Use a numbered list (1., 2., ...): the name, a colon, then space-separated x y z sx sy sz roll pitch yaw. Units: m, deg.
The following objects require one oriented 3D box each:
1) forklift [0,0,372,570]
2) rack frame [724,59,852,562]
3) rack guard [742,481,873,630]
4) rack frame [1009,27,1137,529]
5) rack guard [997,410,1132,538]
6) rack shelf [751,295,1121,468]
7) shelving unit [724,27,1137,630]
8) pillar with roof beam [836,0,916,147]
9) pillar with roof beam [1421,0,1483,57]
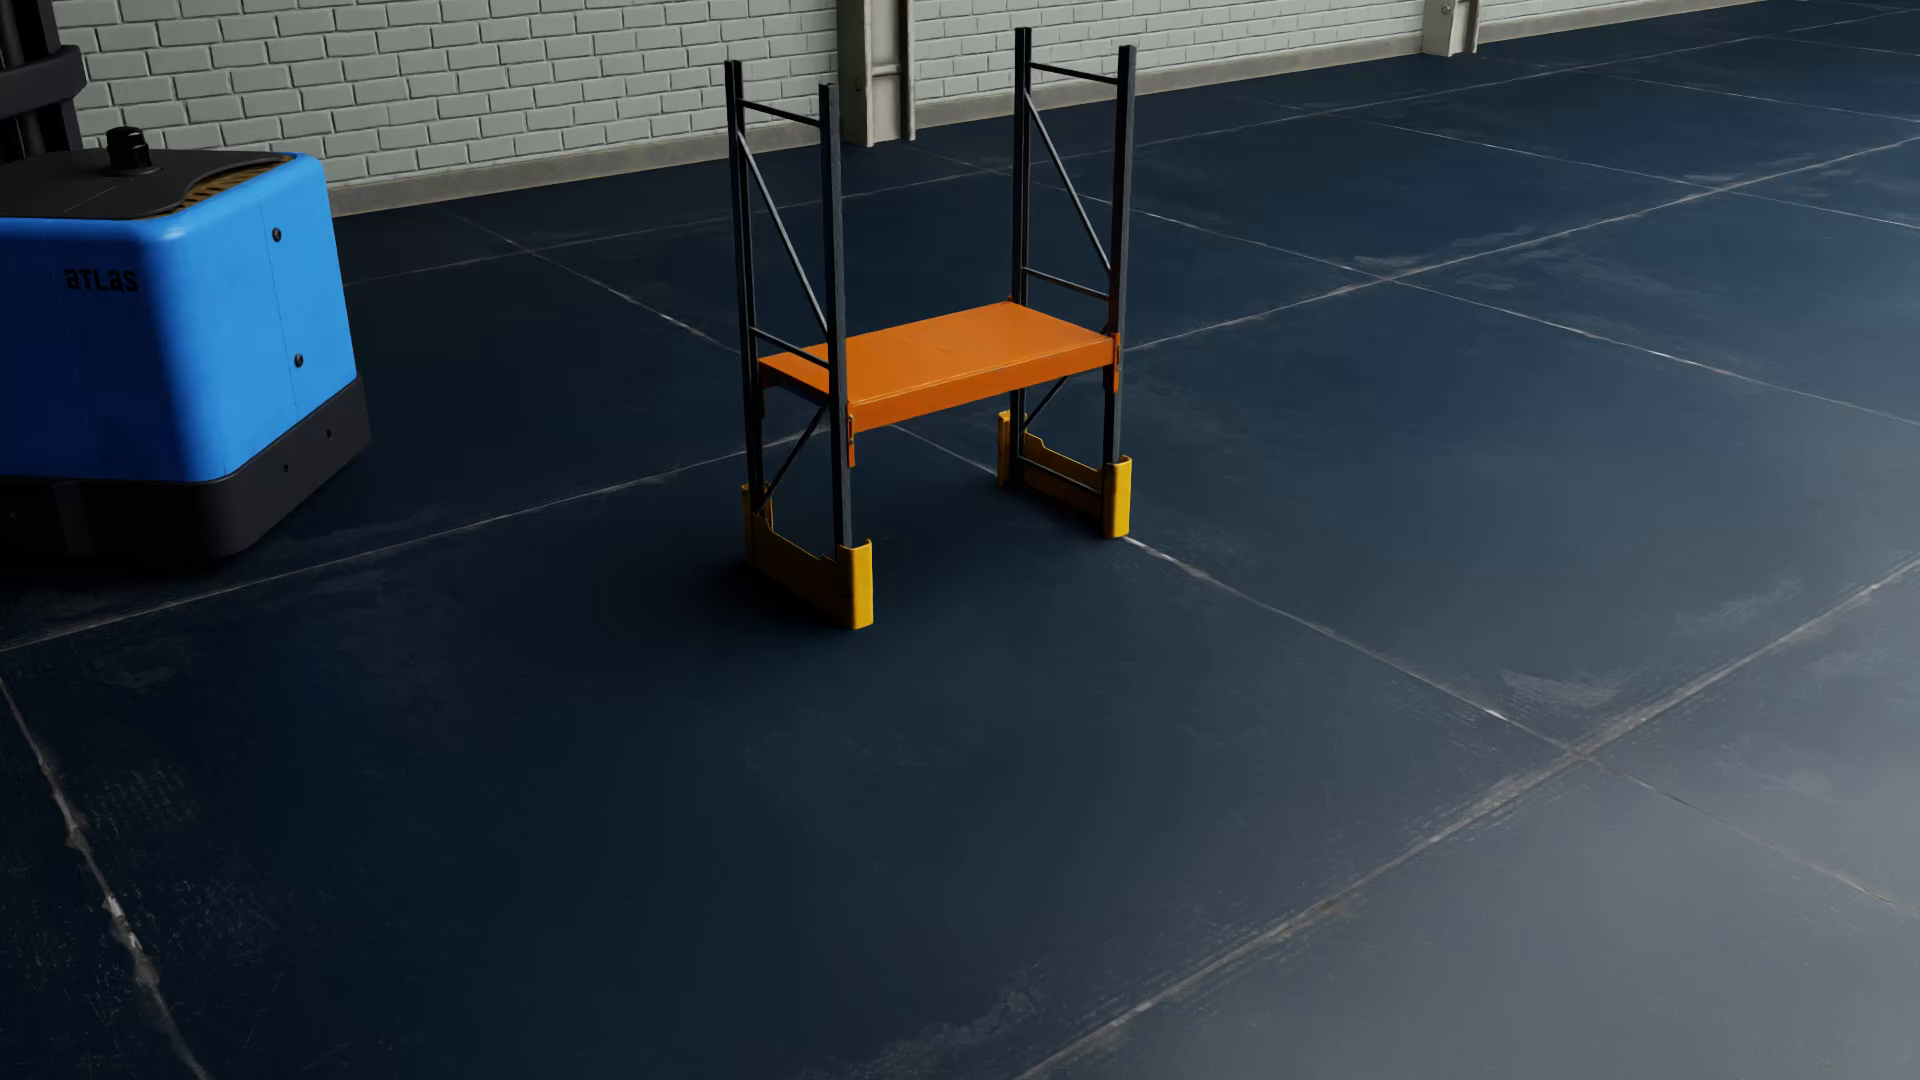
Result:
1. forklift: -3.610 -1.490 4.980 3.031 2.935 1.130 3 25 5
2. rack frame: -0.467 -0.526 4.602 0.032 1.500 0.500 -18 31 -34
3. rack guard: -0.452 0.036 4.876 0.087 0.250 0.587 -18 31 -34
4. rack frame: 0.333 -0.790 5.171 0.032 1.500 0.500 -18 31 -34
5. rack guard: 0.332 -0.223 5.433 0.087 0.250 0.587 -18 31 -34
6. rack shelf: -0.067 -0.495 4.962 1.000 0.185 0.538 -18 31 -34
7. shelving unit: -0.060 -0.661 4.892 1.083 1.500 0.587 -18 31 -34
8. pillar with roof beam: 2.119 -5.284 5.945 0.400 9.000 9.100 -18 31 -34
9. pillar with roof beam: 6.840 -6.842 9.304 0.400 9.000 9.100 -18 31 -34
